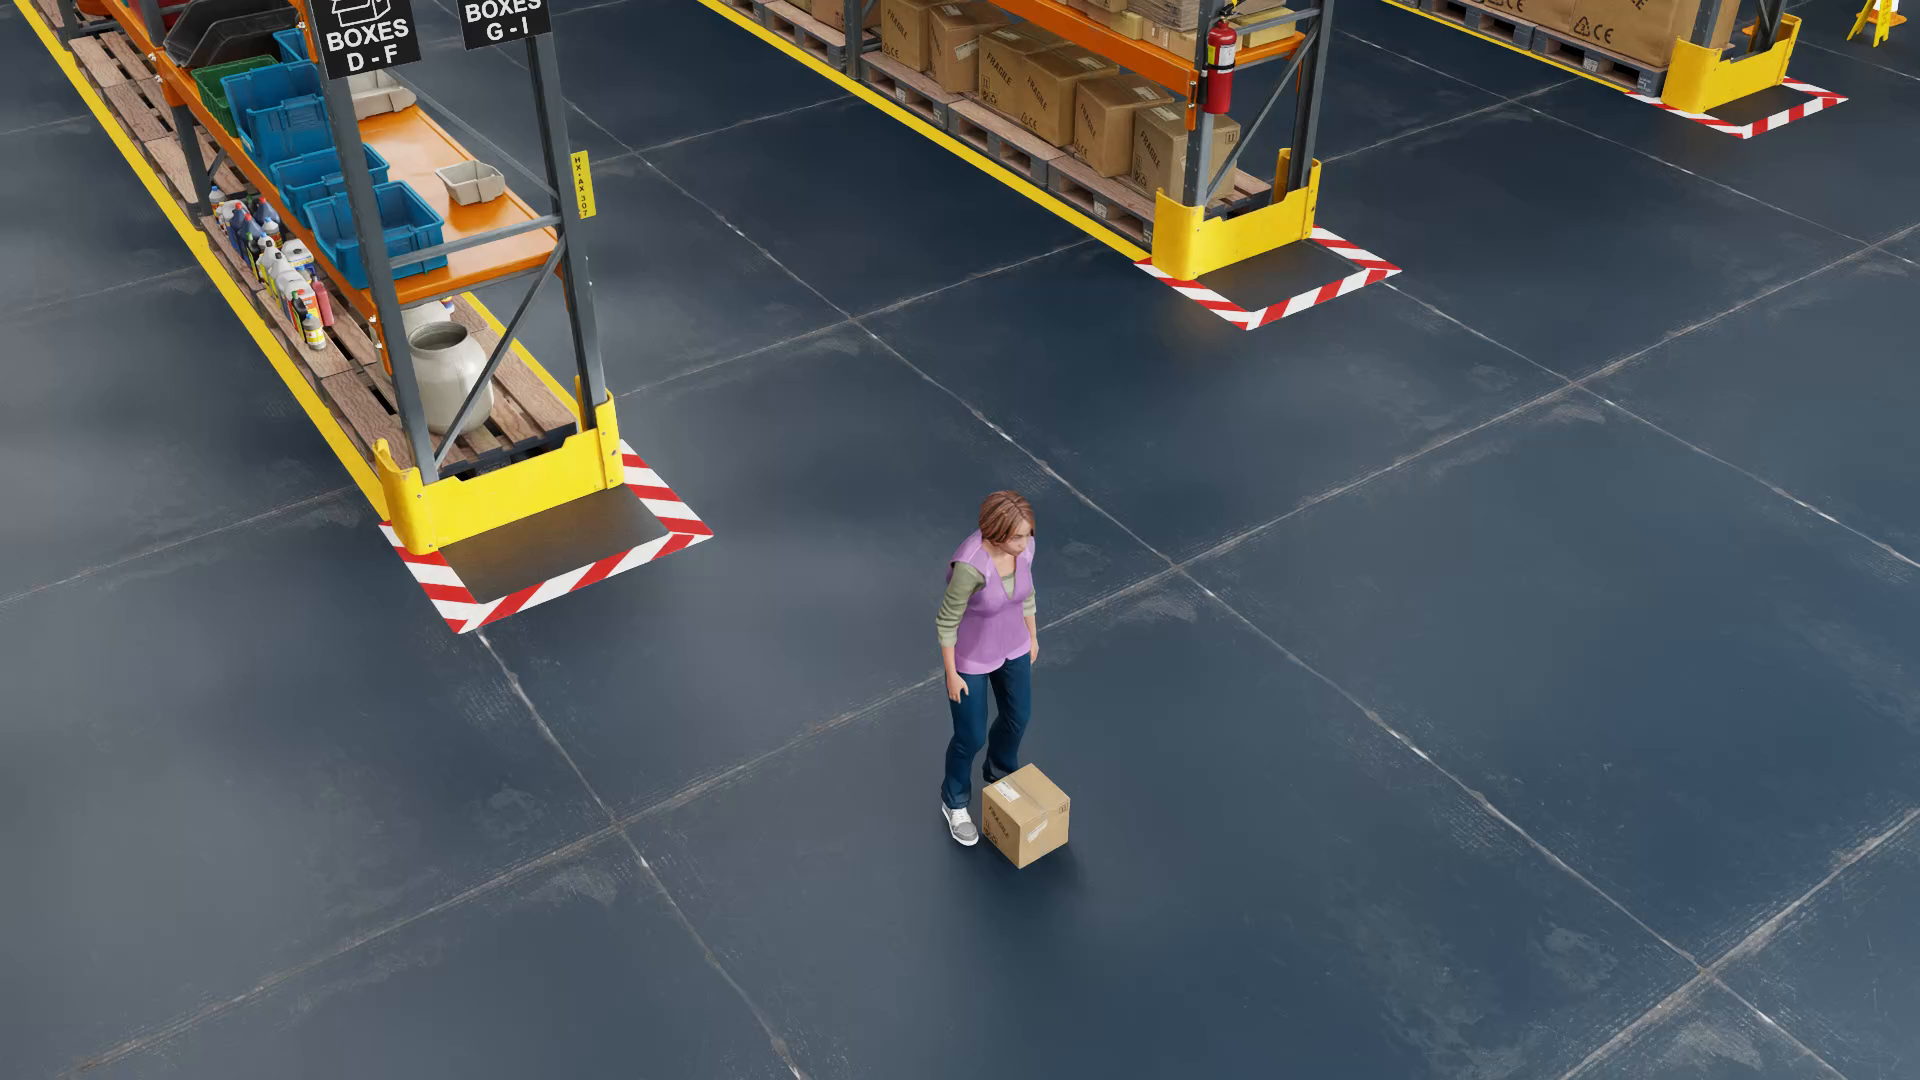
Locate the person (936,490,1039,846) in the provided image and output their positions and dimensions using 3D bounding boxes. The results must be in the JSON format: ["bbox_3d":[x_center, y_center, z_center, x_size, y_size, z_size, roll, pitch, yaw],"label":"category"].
[{"bbox_3d":[0.124,0.466,6.398,0.469,1.580,0.377,-25,43,-29],"label":"person"}]
